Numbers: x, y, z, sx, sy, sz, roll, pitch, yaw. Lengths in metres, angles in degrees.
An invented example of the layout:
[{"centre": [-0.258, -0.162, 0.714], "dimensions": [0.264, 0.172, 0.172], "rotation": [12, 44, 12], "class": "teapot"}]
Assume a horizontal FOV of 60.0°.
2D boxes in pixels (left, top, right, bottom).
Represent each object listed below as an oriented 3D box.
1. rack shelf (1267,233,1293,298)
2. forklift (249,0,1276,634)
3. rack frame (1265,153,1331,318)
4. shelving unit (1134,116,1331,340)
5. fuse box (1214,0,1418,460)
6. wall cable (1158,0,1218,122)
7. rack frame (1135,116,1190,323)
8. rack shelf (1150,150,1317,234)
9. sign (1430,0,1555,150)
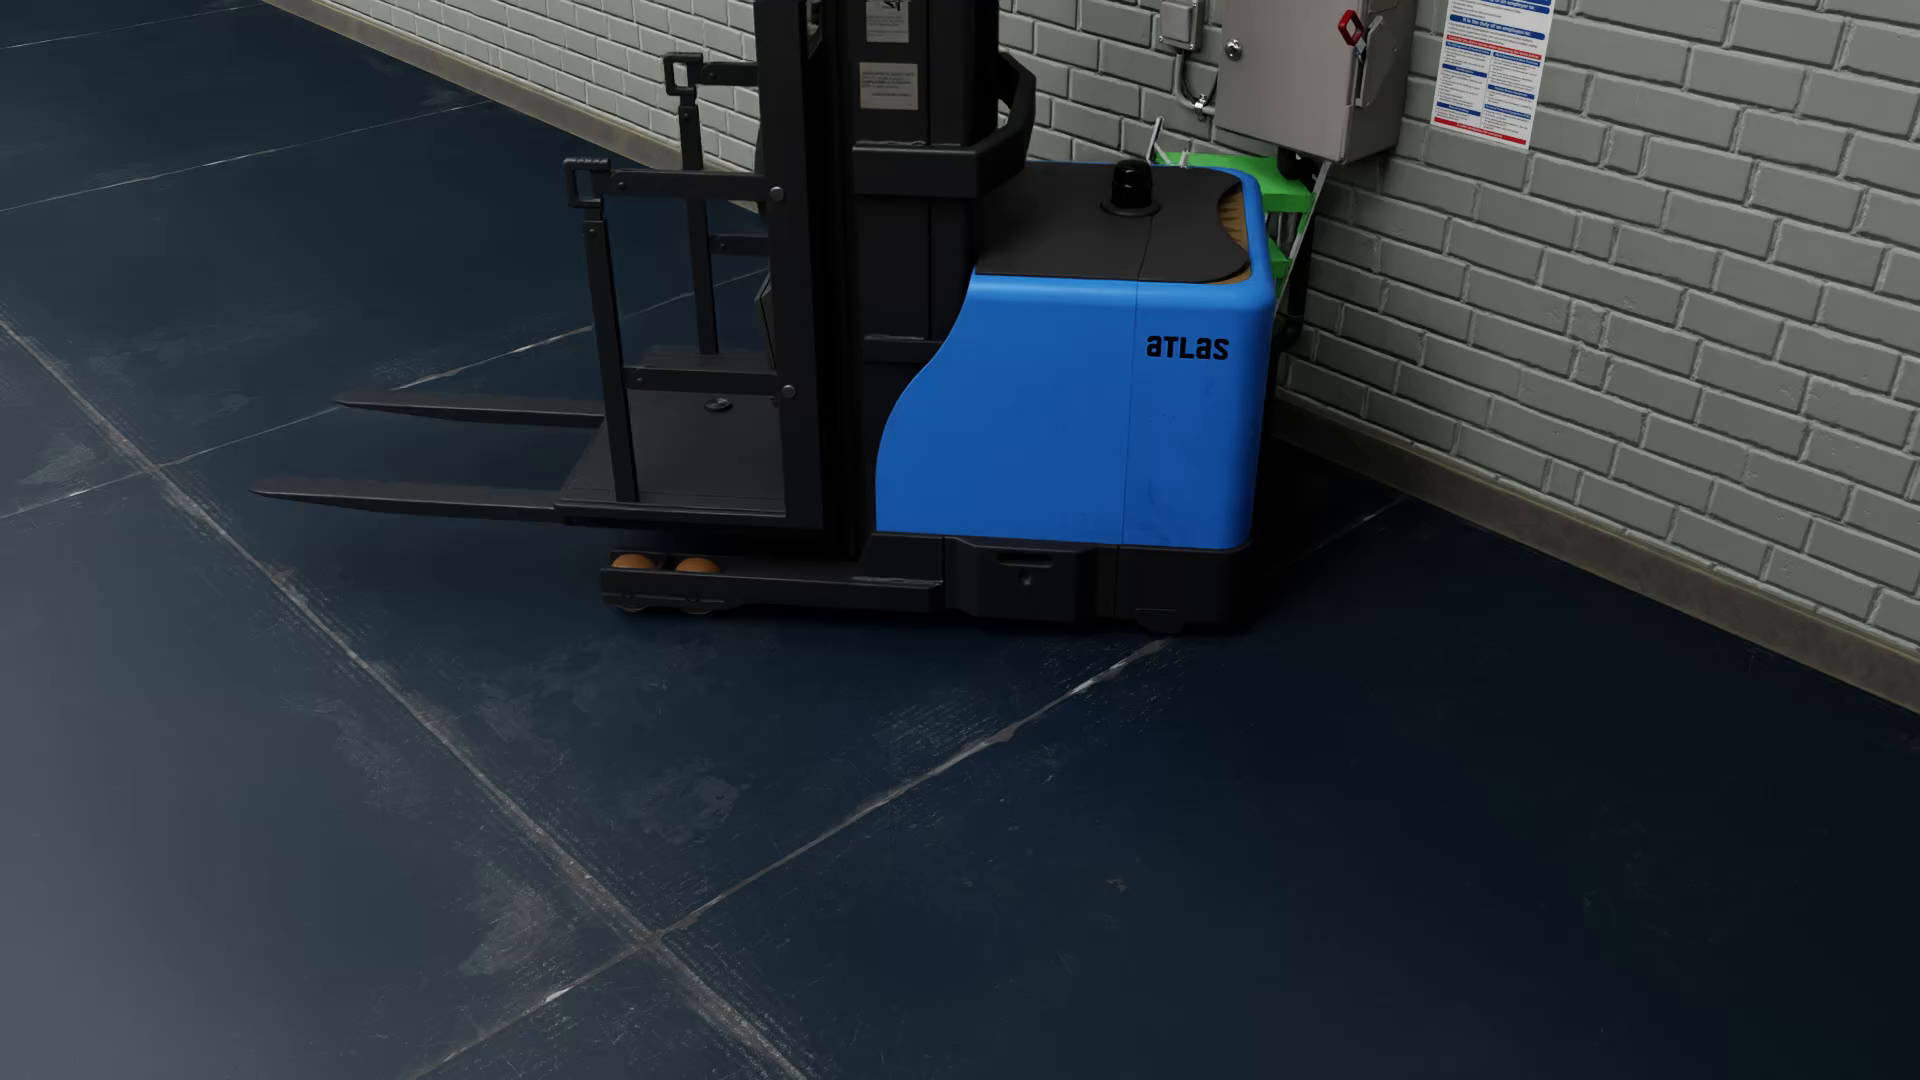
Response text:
[{"centre": [0.802, -0.923, 5.422], "dimensions": [0.480, 0.148, 0.258], "rotation": [-2, 41, -19], "class": "rack shelf"}, {"centre": [-0.632, -1.301, 4.568], "dimensions": [3.031, 2.935, 1.130], "rotation": [3, 32, 5], "class": "forklift"}, {"centre": [1.000, -0.796, 5.610], "dimensions": [0.015, 1.200, 0.240], "rotation": [-2, 41, -19], "class": "rack frame"}, {"centre": [0.769, -0.789, 5.531], "dimensions": [0.503, 1.200, 0.258], "rotation": [-2, 41, -19], "class": "shelving unit"}, {"centre": [1.030, -0.998, 5.243], "dimensions": [0.414, 1.711, 0.539], "rotation": [-26, 40, -35], "class": "fuse box"}, {"centre": [0.681, -2.298, 5.160], "dimensions": [0.122, 1.984, 0.588], "rotation": [-26, 40, -35], "class": "wall cable"}, {"centre": [0.538, -0.782, 5.451], "dimensions": [0.015, 1.200, 0.240], "rotation": [-2, 41, -19], "class": "rack frame"}, {"centre": [0.848, -1.105, 5.273], "dimensions": [0.480, 0.148, 0.258], "rotation": [-2, 41, -19], "class": "rack shelf"}, {"centre": [1.517, -1.392, 4.742], "dimensions": [0.001, 0.494, 0.329], "rotation": [-26, 40, -35], "class": "sign"}]
